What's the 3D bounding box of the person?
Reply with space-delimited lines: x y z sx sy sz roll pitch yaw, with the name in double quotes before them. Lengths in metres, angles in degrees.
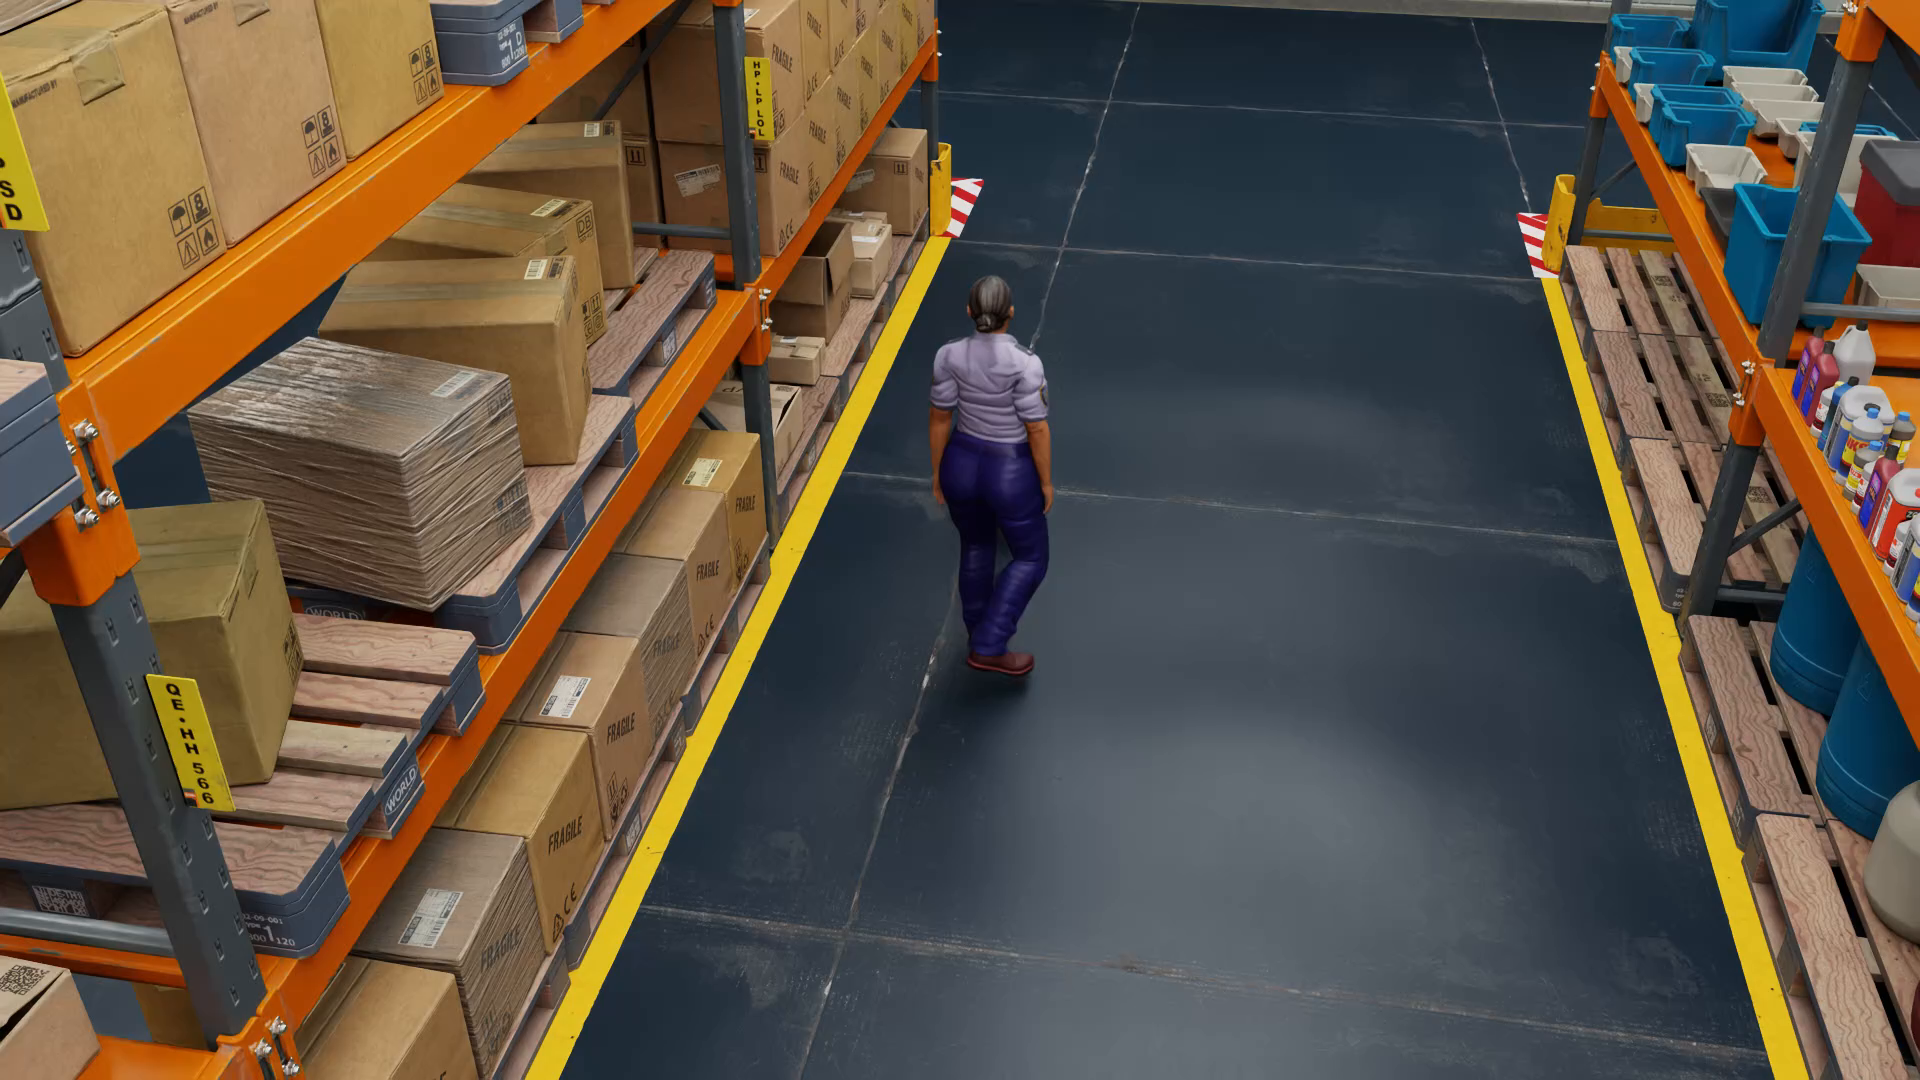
"person" 0.104 -0.214 6.495 0.514 1.647 0.561 15 35 22
